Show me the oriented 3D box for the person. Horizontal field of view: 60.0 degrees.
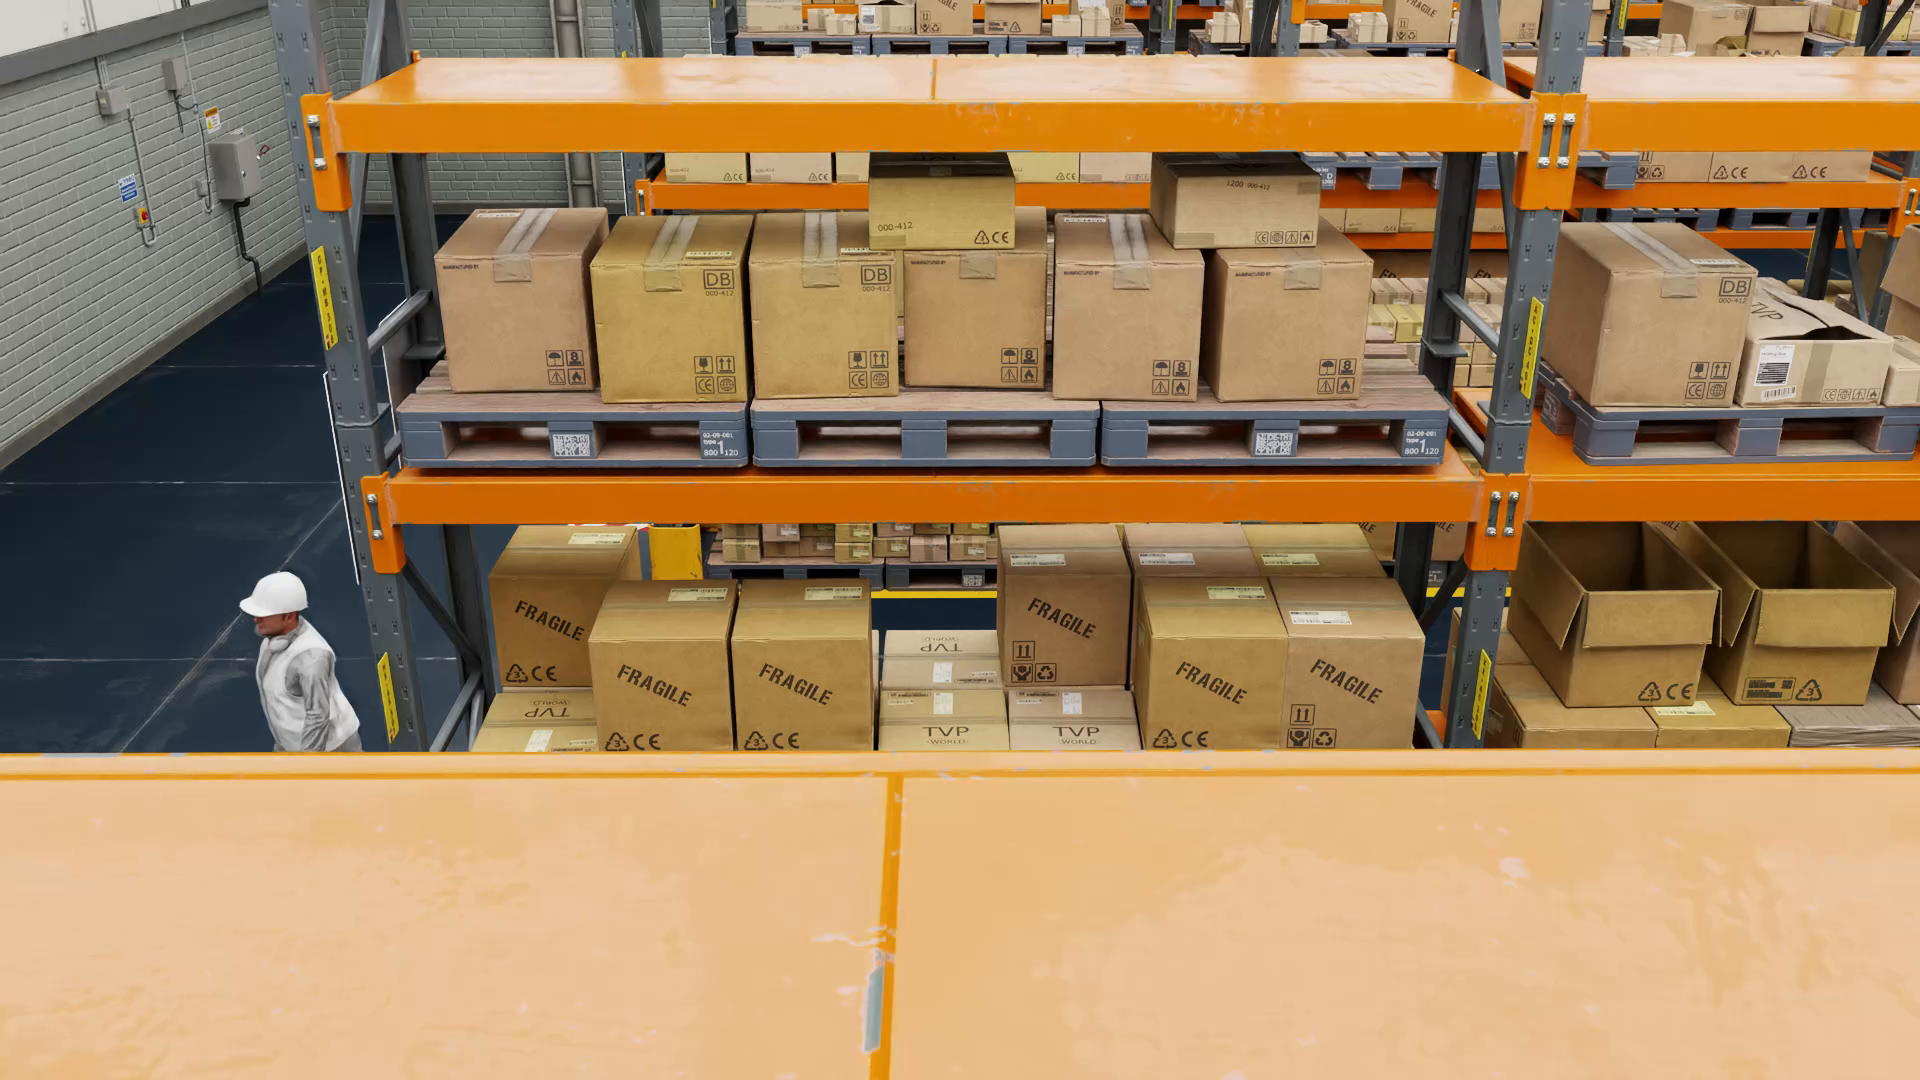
[{"bbox_3d":[-3.103,0.964,7.930,0.546,1.800,0.788,21,32,39],"label":"person"}]
